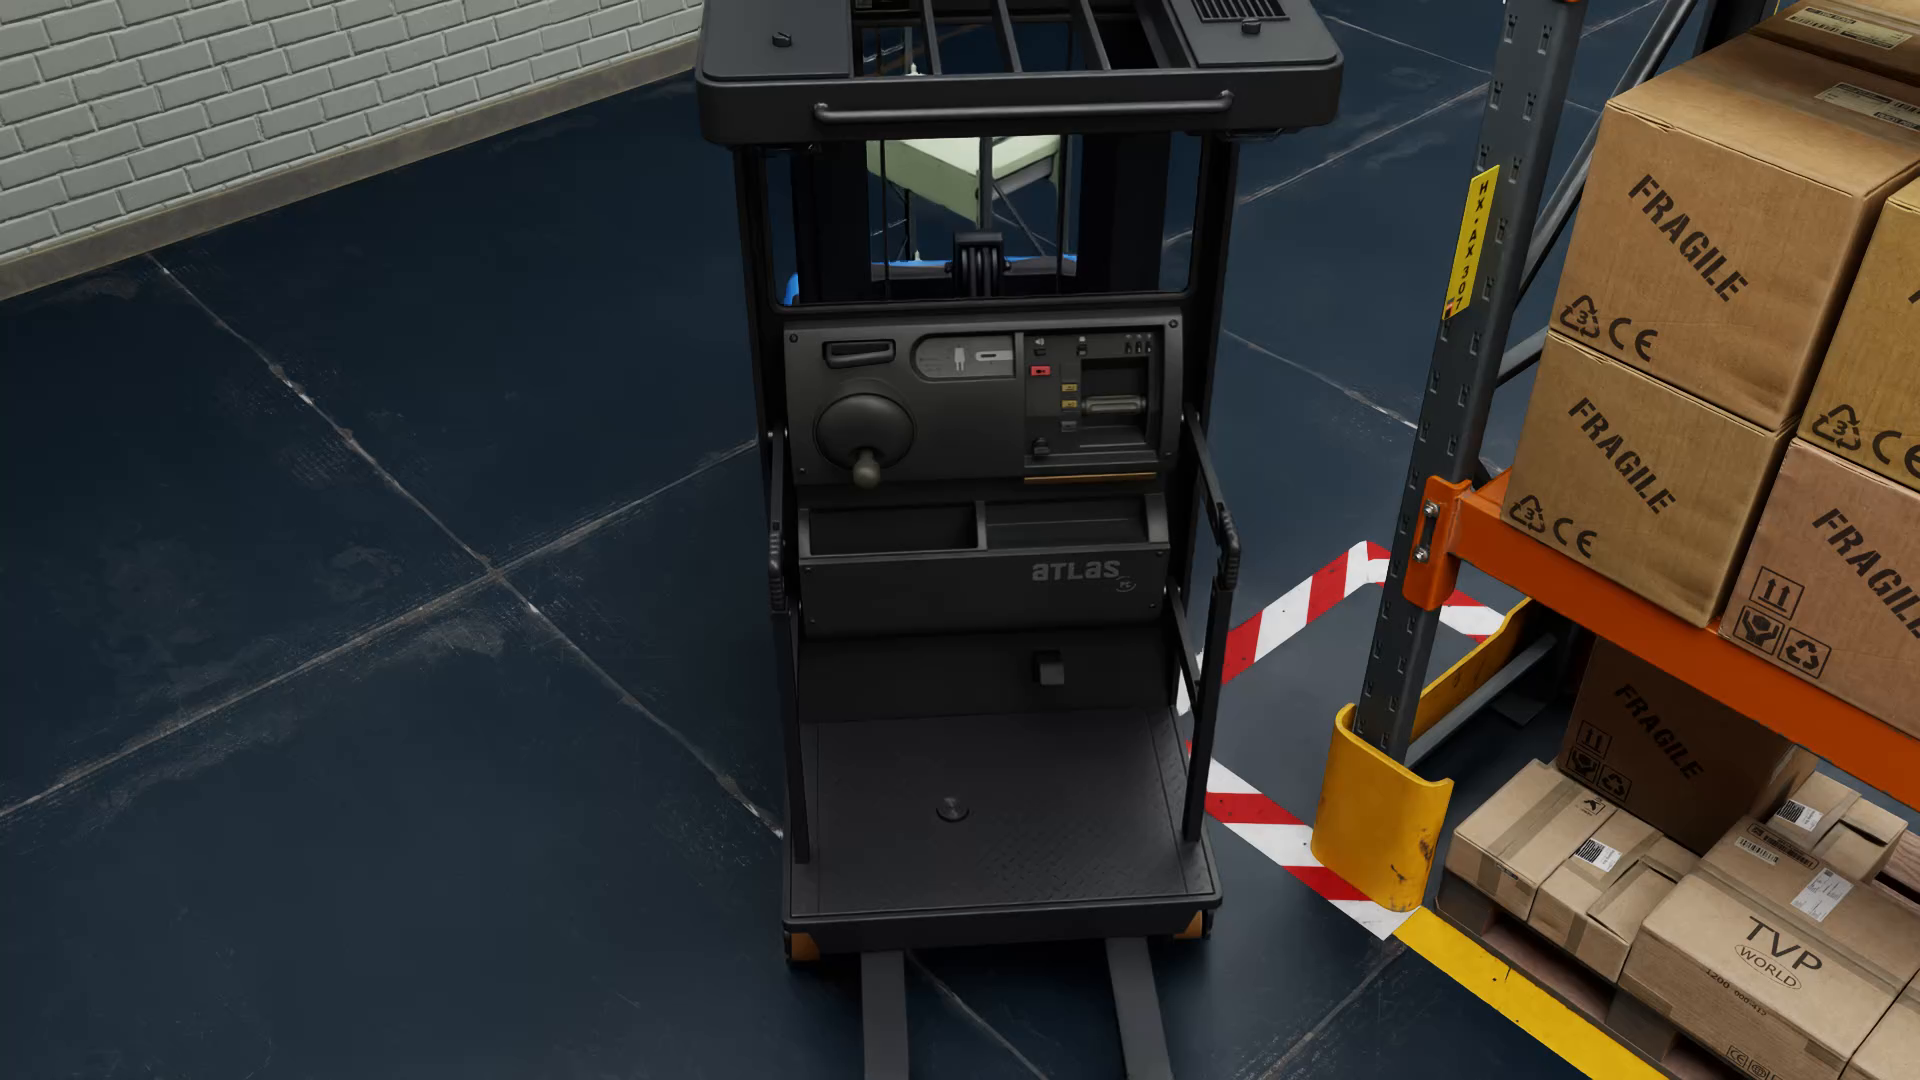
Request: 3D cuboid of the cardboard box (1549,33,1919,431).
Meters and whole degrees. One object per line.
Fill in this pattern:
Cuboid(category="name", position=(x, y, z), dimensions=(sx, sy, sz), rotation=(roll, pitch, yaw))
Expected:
Cuboid(category="cardboard box", position=(1.559, -0.615, 3.248), dimensions=(0.500, 0.500, 0.500), rotation=(-28, 47, -31))

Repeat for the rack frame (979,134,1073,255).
Cuboid(category="rack frame", position=(0.207, -0.762, 5.500), dimensions=(0.400, 1.500, 0.023), rotation=(-32, 49, -33))

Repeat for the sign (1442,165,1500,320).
Cuboid(category="sign", position=(1.054, -0.610, 3.429), dimensions=(0.100, 0.325, 0.005), rotation=(-30, 48, -32))

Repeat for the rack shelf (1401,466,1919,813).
Cuboid(category="rack shelf", position=(2.806, 0.701, 3.067), dimensions=(1.077, 0.370, 4.000), rotation=(-30, 48, -32))

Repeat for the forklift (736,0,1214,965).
Cuboid(category="forklift", position=(0.076, -0.253, 3.731), dimensions=(1.130, 2.935, 3.031), rotation=(-3, 39, -3))

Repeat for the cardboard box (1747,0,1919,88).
Cuboid(category="cardboard box", position=(1.957, -0.843, 3.531), dimensions=(0.500, 0.500, 0.500), rotation=(-30, 48, -32))

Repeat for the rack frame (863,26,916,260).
Cuboid(category="rack frame", position=(-0.310, -1.088, 5.903), dimensions=(0.400, 1.500, 0.023), rotation=(-32, 49, -33))

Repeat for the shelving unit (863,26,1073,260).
Cuboid(category="shelving unit", position=(-0.052, -0.925, 5.701), dimensions=(0.431, 1.500, 0.755), rotation=(-32, 49, -33))

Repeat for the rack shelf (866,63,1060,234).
Cuboid(category="rack shelf", position=(-0.052, -1.228, 5.456), dimensions=(0.431, 0.370, 0.720), rotation=(-32, 49, -33))

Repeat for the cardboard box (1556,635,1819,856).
Cuboid(category="cardboard box", position=(2.003, 0.444, 4.452), dimensions=(0.500, 0.500, 0.500), rotation=(-30, 48, -32))

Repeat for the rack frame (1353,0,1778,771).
Cuboid(category="rack frame", position=(1.453, -0.504, 3.987), dimensions=(1.000, 3.000, 0.127), rotation=(-30, 48, -32))

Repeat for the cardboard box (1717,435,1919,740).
Cuboid(category="cardboard box", position=(1.912, 0.011, 3.270), dimensions=(0.500, 0.500, 0.500), rotation=(-30, 48, -32))

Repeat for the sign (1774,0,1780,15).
Cuboid(category="sign", position=(1.876, -1.304, 3.804), dimensions=(0.100, 0.325, 0.005), rotation=(-30, 48, -32))

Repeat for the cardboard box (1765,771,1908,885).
Cuboid(category="cardboard box", position=(2.210, 0.800, 4.277), dimensions=(0.380, 0.166, 0.250), rotation=(-30, 48, -32))

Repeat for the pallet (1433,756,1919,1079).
Cuboid(category="pallet", position=(2.045, 0.985, 4.363), dimensions=(1.003, 0.211, 1.213), rotation=(-30, 48, -32))

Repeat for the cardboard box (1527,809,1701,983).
Cuboid(category="cardboard box", position=(1.653, 0.883, 4.175), dimensions=(0.380, 0.166, 0.250), rotation=(-30, 48, -32))

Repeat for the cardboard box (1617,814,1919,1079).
Cuboid(category="cardboard box", position=(1.950, 0.998, 3.965), dimensions=(0.500, 0.250, 0.500), rotation=(-30, 48, -32))
